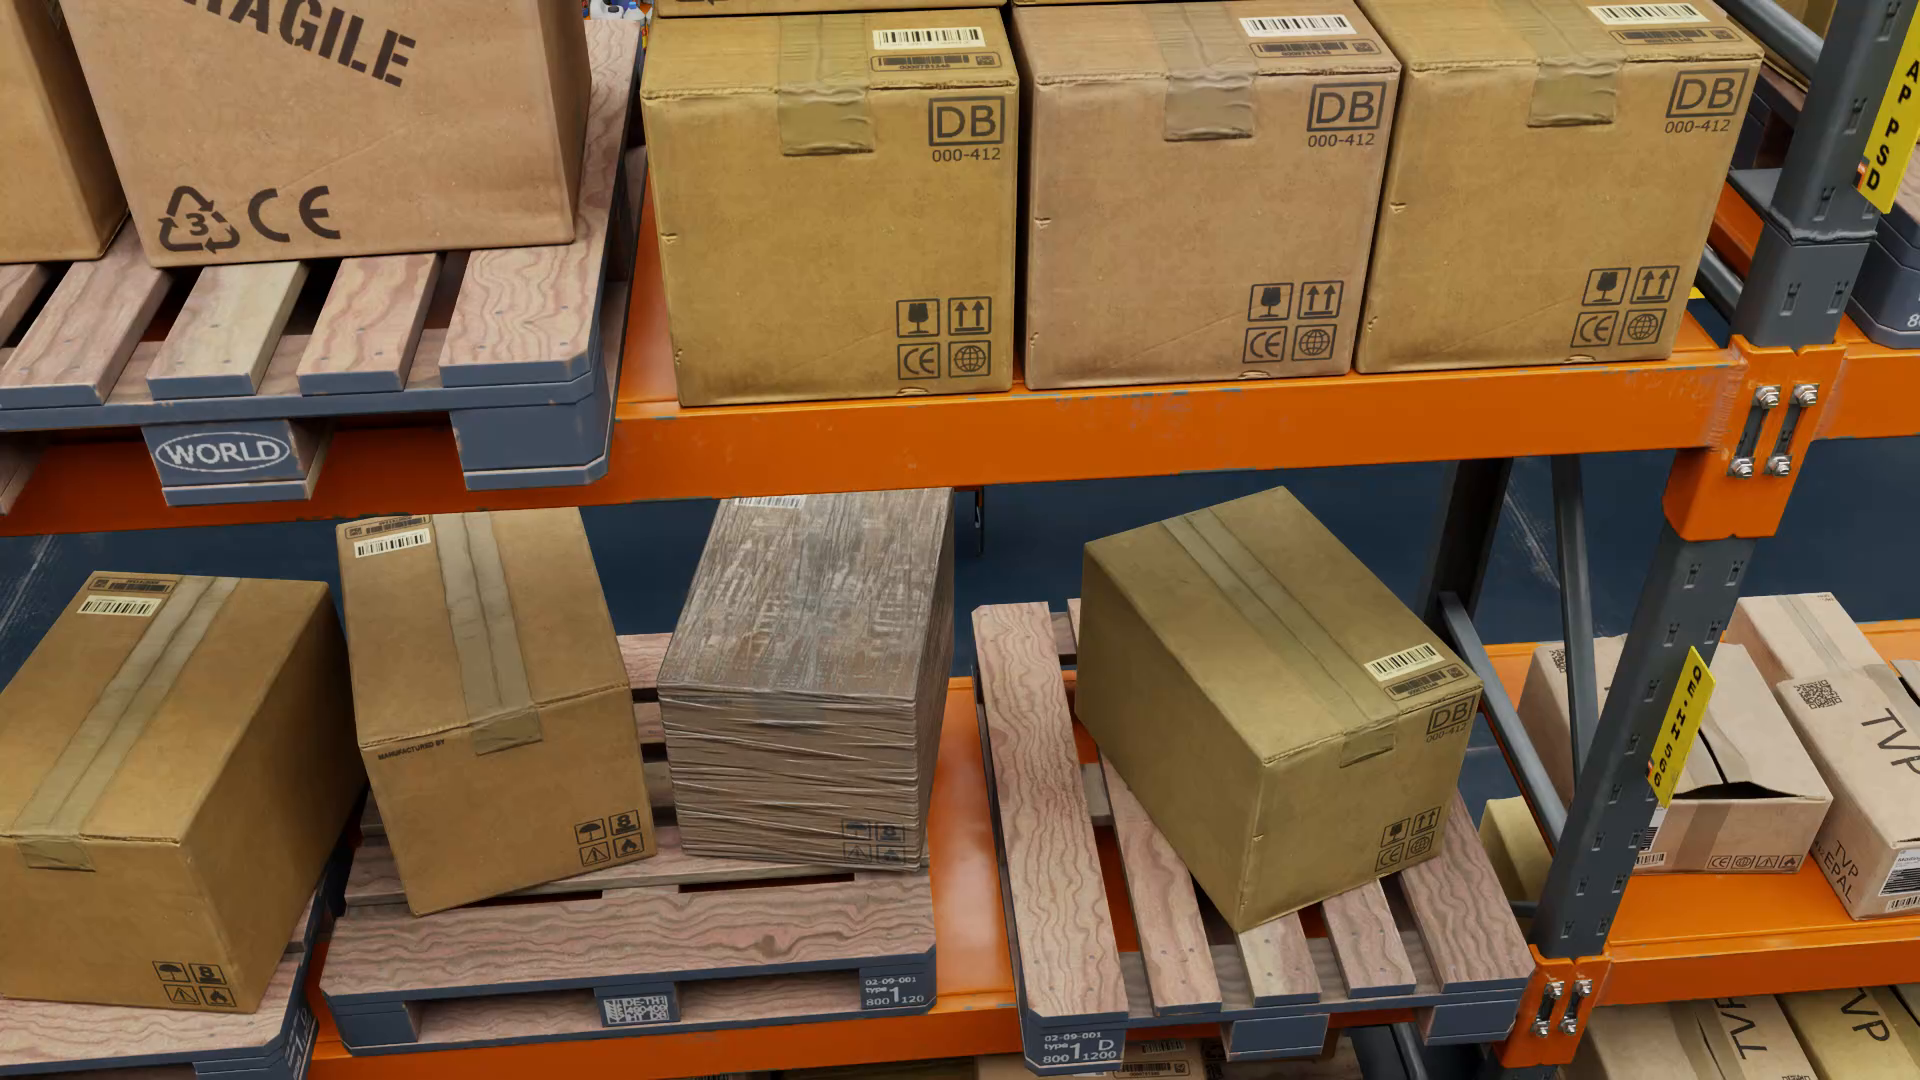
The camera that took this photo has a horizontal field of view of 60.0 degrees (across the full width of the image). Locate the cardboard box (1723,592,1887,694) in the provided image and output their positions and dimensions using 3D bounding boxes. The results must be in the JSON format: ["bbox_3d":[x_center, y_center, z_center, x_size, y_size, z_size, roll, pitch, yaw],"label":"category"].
[{"bbox_3d":[2.119,0.311,4.137,0.250,0.149,0.380,-3,38,-4],"label":"cardboard box"}]

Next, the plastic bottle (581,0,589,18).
[{"bbox_3d":[-1.778,-2.554,7.670,0.097,0.271,0.097,0,38,0],"label":"plastic bottle"}]

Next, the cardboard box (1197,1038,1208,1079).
[{"bbox_3d":[0.337,1.437,4.170,0.500,0.500,0.500,-2,38,-2],"label":"cardboard box"}]

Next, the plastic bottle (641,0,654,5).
[{"bbox_3d":[-1.463,-2.639,7.833,0.097,0.201,0.097,0,38,0],"label":"plastic bottle"}]

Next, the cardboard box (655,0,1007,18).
[{"bbox_3d":[-0.203,-1.101,2.415,0.500,0.500,0.500,-3,38,-4],"label":"cardboard box"}]

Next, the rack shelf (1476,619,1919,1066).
[{"bbox_3d":[3.240,0.605,4.143,4.000,0.370,1.077,-3,38,-4],"label":"rack shelf"}]

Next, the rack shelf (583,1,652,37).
[{"bbox_3d":[-1.179,-2.232,7.738,4.000,0.370,1.077,-3,38,-4],"label":"rack shelf"}]

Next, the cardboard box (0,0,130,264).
[{"bbox_3d":[-1.564,-0.802,2.423,0.600,0.600,0.600,-4,38,-4],"label":"cardboard box"}]

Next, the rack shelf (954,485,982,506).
[{"bbox_3d":[-0.165,-0.253,6.531,0.480,0.148,0.258,-3,38,-4],"label":"rack shelf"}]

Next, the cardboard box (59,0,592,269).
[{"bbox_3d":[-0.900,-0.826,2.454,0.600,0.600,0.600,-5,39,-6],"label":"cardboard box"}]

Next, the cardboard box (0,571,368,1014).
[{"bbox_3d":[-1.565,0.483,3.297,0.500,0.500,0.700,3,38,3],"label":"cardboard box"}]

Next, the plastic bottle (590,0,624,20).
[{"bbox_3d":[-1.523,-2.210,7.229,0.135,0.276,0.152,-3,38,-4],"label":"plastic bottle"}]

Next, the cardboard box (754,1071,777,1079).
[{"bbox_3d":[-0.701,1.498,4.093,0.500,0.500,0.500,-5,38,-6],"label":"cardboard box"}]

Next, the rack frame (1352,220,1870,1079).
[{"bbox_3d":[1.248,0.432,3.781,0.127,3.000,1.000,-3,38,-4],"label":"rack frame"}]

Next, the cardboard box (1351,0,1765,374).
[{"bbox_3d":[0.816,-0.740,2.764,0.500,0.500,0.910,-3,38,-4],"label":"cardboard box"}]

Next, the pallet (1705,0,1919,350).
[{"bbox_3d":[1.916,-0.764,3.027,1.003,0.211,1.213,-1,38,-2],"label":"pallet"}]

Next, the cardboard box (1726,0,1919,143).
[{"bbox_3d":[1.695,-0.911,2.844,0.500,0.250,0.500,-6,39,-7],"label":"cardboard box"}]

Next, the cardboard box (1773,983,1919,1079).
[{"bbox_3d":[2.318,1.245,4.179,0.500,0.311,0.500,-4,38,-5],"label":"cardboard box"}]

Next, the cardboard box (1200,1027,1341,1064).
[{"bbox_3d":[0.769,1.089,4.611,0.500,0.500,0.500,-2,38,-2],"label":"cardboard box"}]

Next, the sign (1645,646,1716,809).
[{"bbox_3d":[1.305,0.343,3.023,0.005,0.325,0.100,-3,38,-4],"label":"sign"}]

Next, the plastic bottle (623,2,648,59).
[{"bbox_3d":[-1.405,-2.198,7.217,0.097,0.271,0.097,0,38,0],"label":"plastic bottle"}]

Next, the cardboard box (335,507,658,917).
[{"bbox_3d":[-0.982,0.312,3.513,0.500,0.500,0.700,-13,40,-15],"label":"cardboard box"}]

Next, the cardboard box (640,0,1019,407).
[{"bbox_3d":[-0.210,-0.683,2.692,0.500,0.500,0.910,-3,38,-4],"label":"cardboard box"}]

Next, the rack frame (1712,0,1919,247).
[{"bbox_3d":[1.248,-1.923,1.922,0.127,3.000,1.000,-3,38,-4],"label":"rack frame"}]

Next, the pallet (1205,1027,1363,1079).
[{"bbox_3d":[0.501,1.545,4.622,1.213,0.211,1.003,-3,38,-4],"label":"pallet"}]

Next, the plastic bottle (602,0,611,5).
[{"bbox_3d":[-1.694,-2.626,7.817,0.097,0.201,0.097,0,38,0],"label":"plastic bottle"}]

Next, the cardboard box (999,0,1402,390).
[{"bbox_3d":[0.308,-0.712,2.728,0.500,0.500,0.910,-3,38,-4],"label":"cardboard box"}]

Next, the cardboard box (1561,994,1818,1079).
[{"bbox_3d":[1.796,1.279,4.135,0.500,0.311,0.500,-2,38,-2],"label":"cardboard box"}]

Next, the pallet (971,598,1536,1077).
[{"bbox_3d":[0.579,0.588,3.738,1.003,0.211,1.213,-3,38,-4],"label":"pallet"}]

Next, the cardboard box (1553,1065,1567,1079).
[{"bbox_3d":[1.796,1.499,4.309,0.500,0.250,0.500,-3,38,-4],"label":"cardboard box"}]

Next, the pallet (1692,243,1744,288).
[{"bbox_3d":[4.018,-1.682,8.711,1.213,0.211,1.003,-3,38,-4],"label":"pallet"}]

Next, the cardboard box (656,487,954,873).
[{"bbox_3d":[-0.297,0.264,3.573,0.500,0.500,0.700,4,38,5],"label":"cardboard box"}]

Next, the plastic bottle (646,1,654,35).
[{"bbox_3d":[-1.308,-2.203,7.224,0.097,0.271,0.097,0,38,0],"label":"plastic bottle"}]

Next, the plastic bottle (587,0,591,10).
[{"bbox_3d":[-1.807,-2.632,7.765,0.135,0.276,0.152,-3,38,-4],"label":"plastic bottle"}]

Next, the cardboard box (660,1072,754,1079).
[{"bbox_3d":[-0.737,1.207,3.856,0.500,0.250,0.500,-4,38,-5],"label":"cardboard box"}]

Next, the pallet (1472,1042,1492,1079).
[{"bbox_3d":[2.071,1.506,4.671,1.213,0.211,1.003,-3,38,-4],"label":"pallet"}]

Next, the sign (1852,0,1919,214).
[{"bbox_3d":[1.294,-0.613,2.267,0.005,0.325,0.100,-3,38,-4],"label":"sign"}]

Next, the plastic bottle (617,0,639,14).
[{"bbox_3d":[-1.547,-2.567,7.686,0.097,0.271,0.097,0,38,0],"label":"plastic bottle"}]

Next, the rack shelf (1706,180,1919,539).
[{"bbox_3d":[3.240,-0.573,3.213,4.000,0.370,1.077,-3,38,-4],"label":"rack shelf"}]

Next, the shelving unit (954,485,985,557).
[{"bbox_3d":[-0.165,-0.462,6.367,0.503,1.200,0.258,-3,38,-4],"label":"shelving unit"}]

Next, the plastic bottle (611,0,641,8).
[{"bbox_3d":[-1.576,-2.645,7.781,0.135,0.276,0.152,-3,38,-4],"label":"plastic bottle"}]

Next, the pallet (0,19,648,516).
[{"bbox_3d":[-1.048,-0.503,2.697,1.003,0.211,1.213,-3,38,-4],"label":"pallet"}]

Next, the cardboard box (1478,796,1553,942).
[{"bbox_3d":[1.748,0.946,4.558,0.500,0.311,0.500,-2,38,-3],"label":"cardboard box"}]

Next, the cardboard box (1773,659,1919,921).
[{"bbox_3d":[2.156,0.538,3.719,0.500,0.311,0.500,-4,38,-5],"label":"cardboard box"}]

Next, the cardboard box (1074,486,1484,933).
[{"bbox_3d":[0.631,0.332,3.488,0.500,0.500,0.700,-16,41,-19],"label":"cardboard box"}]

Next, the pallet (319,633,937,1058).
[{"bbox_3d":[-0.689,0.617,3.701,1.213,0.211,1.003,-3,38,-4],"label":"pallet"}]

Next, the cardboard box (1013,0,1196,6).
[{"bbox_3d":[0.305,-1.129,2.450,0.500,0.500,0.500,-3,38,-4],"label":"cardboard box"}]

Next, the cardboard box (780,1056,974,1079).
[{"bbox_3d":[-0.178,1.465,4.134,0.500,0.500,0.500,-4,38,-6],"label":"cardboard box"}]

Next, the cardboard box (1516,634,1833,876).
[{"bbox_3d":[1.614,0.474,3.799,0.500,0.311,0.500,-1,38,-1],"label":"cardboard box"}]

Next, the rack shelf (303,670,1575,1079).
[{"bbox_3d":[-0.744,0.824,3.864,4.000,0.370,1.077,-3,38,-4],"label":"rack shelf"}]

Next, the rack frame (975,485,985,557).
[{"bbox_3d":[0.078,-0.475,6.384,0.015,1.200,0.240,-3,38,-4],"label":"rack frame"}]

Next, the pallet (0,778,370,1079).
[{"bbox_3d":[-1.931,0.750,3.532,1.213,0.211,1.003,-3,38,-4],"label":"pallet"}]

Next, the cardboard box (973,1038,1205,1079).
[{"bbox_3d":[0.281,1.148,3.931,0.500,0.250,0.500,-2,38,-2],"label":"cardboard box"}]

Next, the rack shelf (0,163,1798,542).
[{"bbox_3d":[-0.744,-0.353,2.935,4.000,0.370,1.077,-3,38,-4],"label":"rack shelf"}]
